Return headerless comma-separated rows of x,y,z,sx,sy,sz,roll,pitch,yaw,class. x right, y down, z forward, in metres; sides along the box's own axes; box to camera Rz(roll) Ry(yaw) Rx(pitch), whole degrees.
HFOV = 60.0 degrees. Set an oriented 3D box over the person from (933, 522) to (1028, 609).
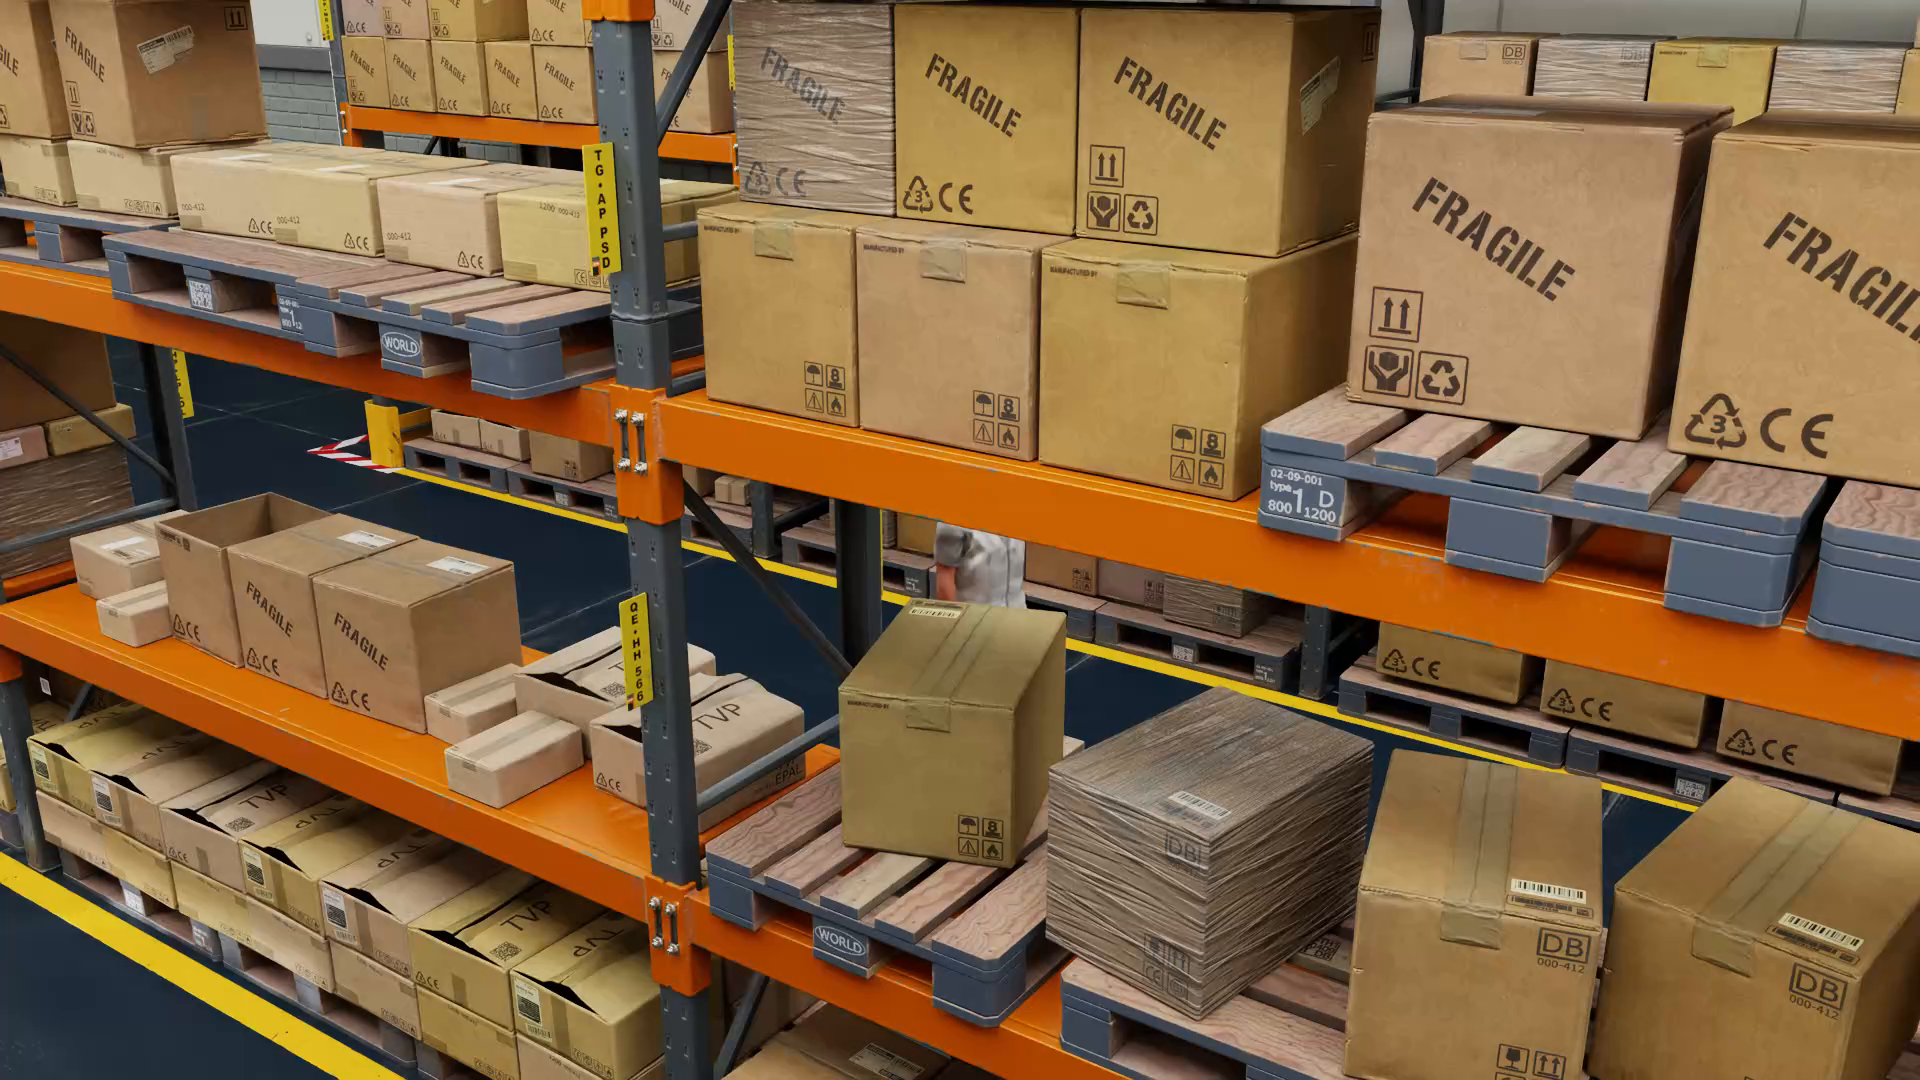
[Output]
0.114,0.374,7.934,0.484,1.794,0.563,17,26,40,person
